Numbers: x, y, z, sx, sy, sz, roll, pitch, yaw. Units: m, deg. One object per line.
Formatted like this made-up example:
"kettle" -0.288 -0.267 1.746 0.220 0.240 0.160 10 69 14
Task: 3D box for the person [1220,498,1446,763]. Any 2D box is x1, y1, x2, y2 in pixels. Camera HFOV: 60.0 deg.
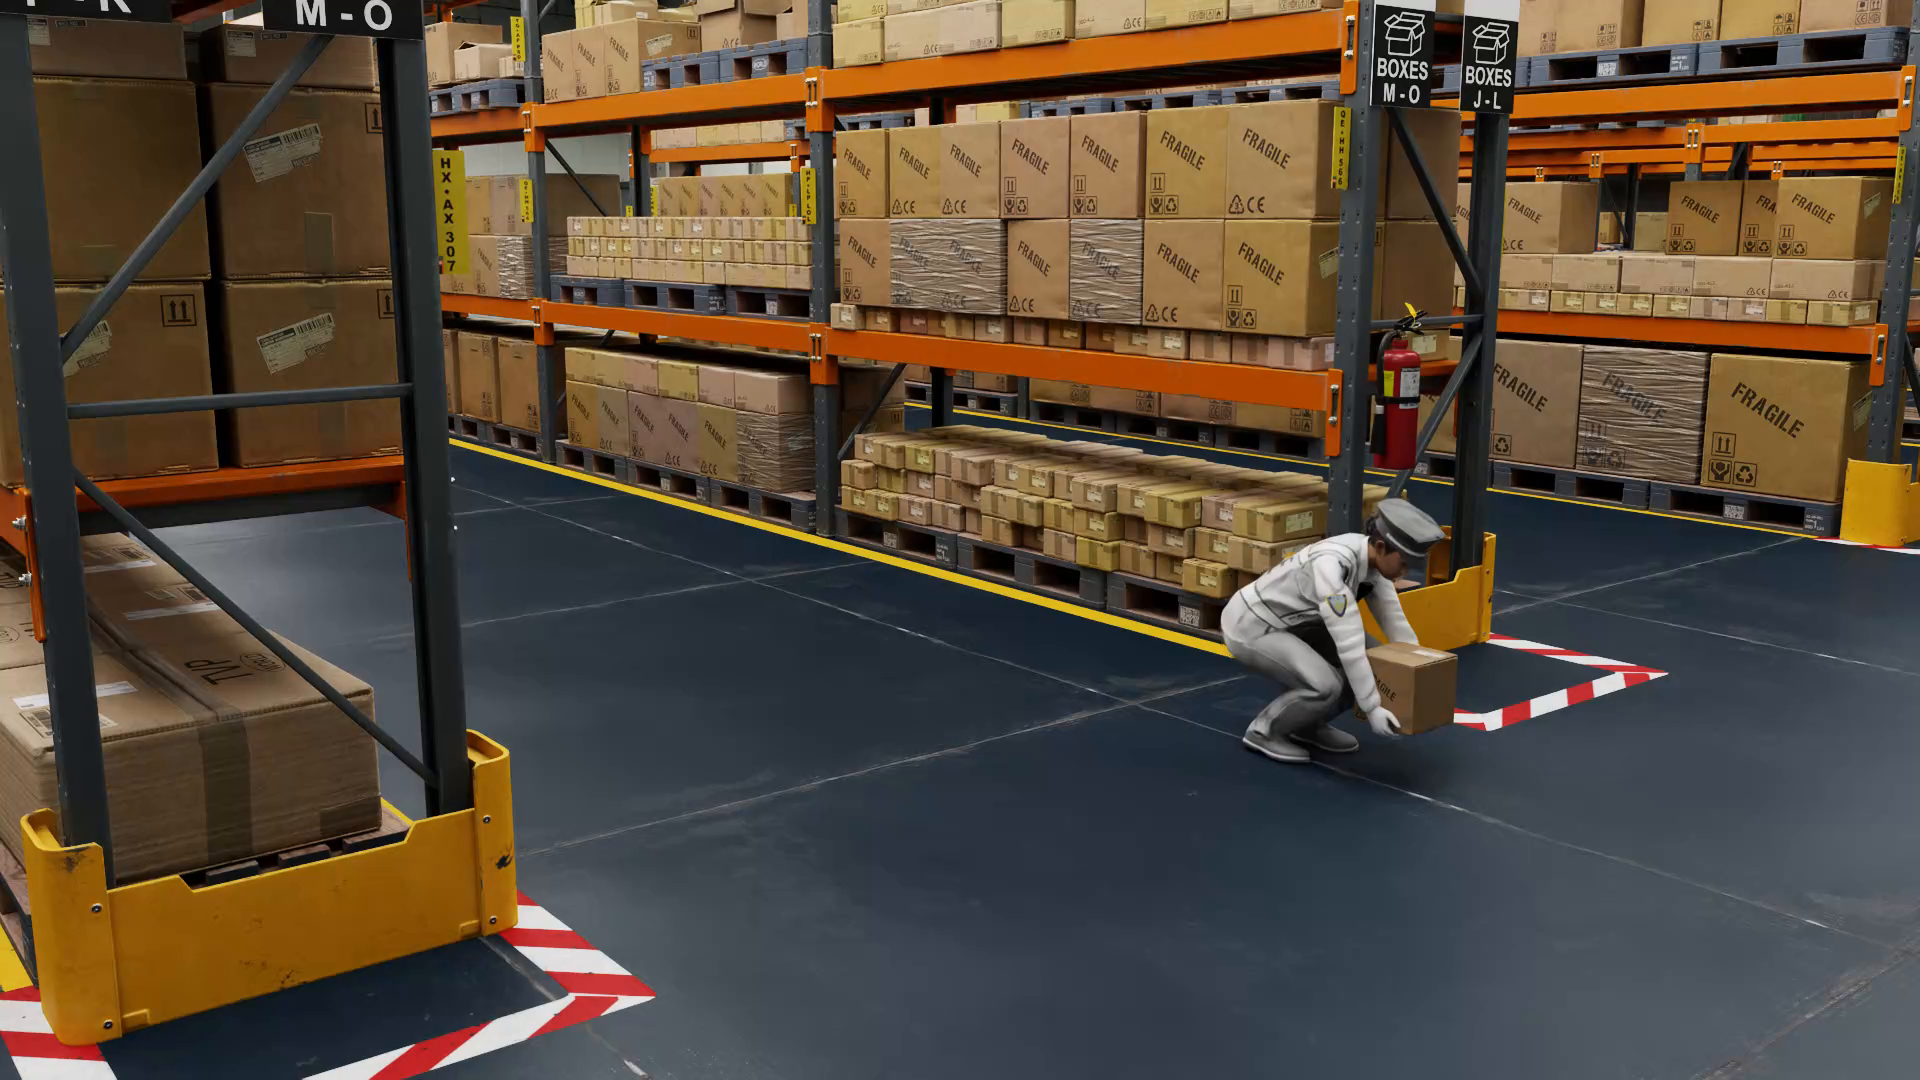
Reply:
"person" 1.363 0.323 6.080 0.828 0.990 0.471 11 15 43
